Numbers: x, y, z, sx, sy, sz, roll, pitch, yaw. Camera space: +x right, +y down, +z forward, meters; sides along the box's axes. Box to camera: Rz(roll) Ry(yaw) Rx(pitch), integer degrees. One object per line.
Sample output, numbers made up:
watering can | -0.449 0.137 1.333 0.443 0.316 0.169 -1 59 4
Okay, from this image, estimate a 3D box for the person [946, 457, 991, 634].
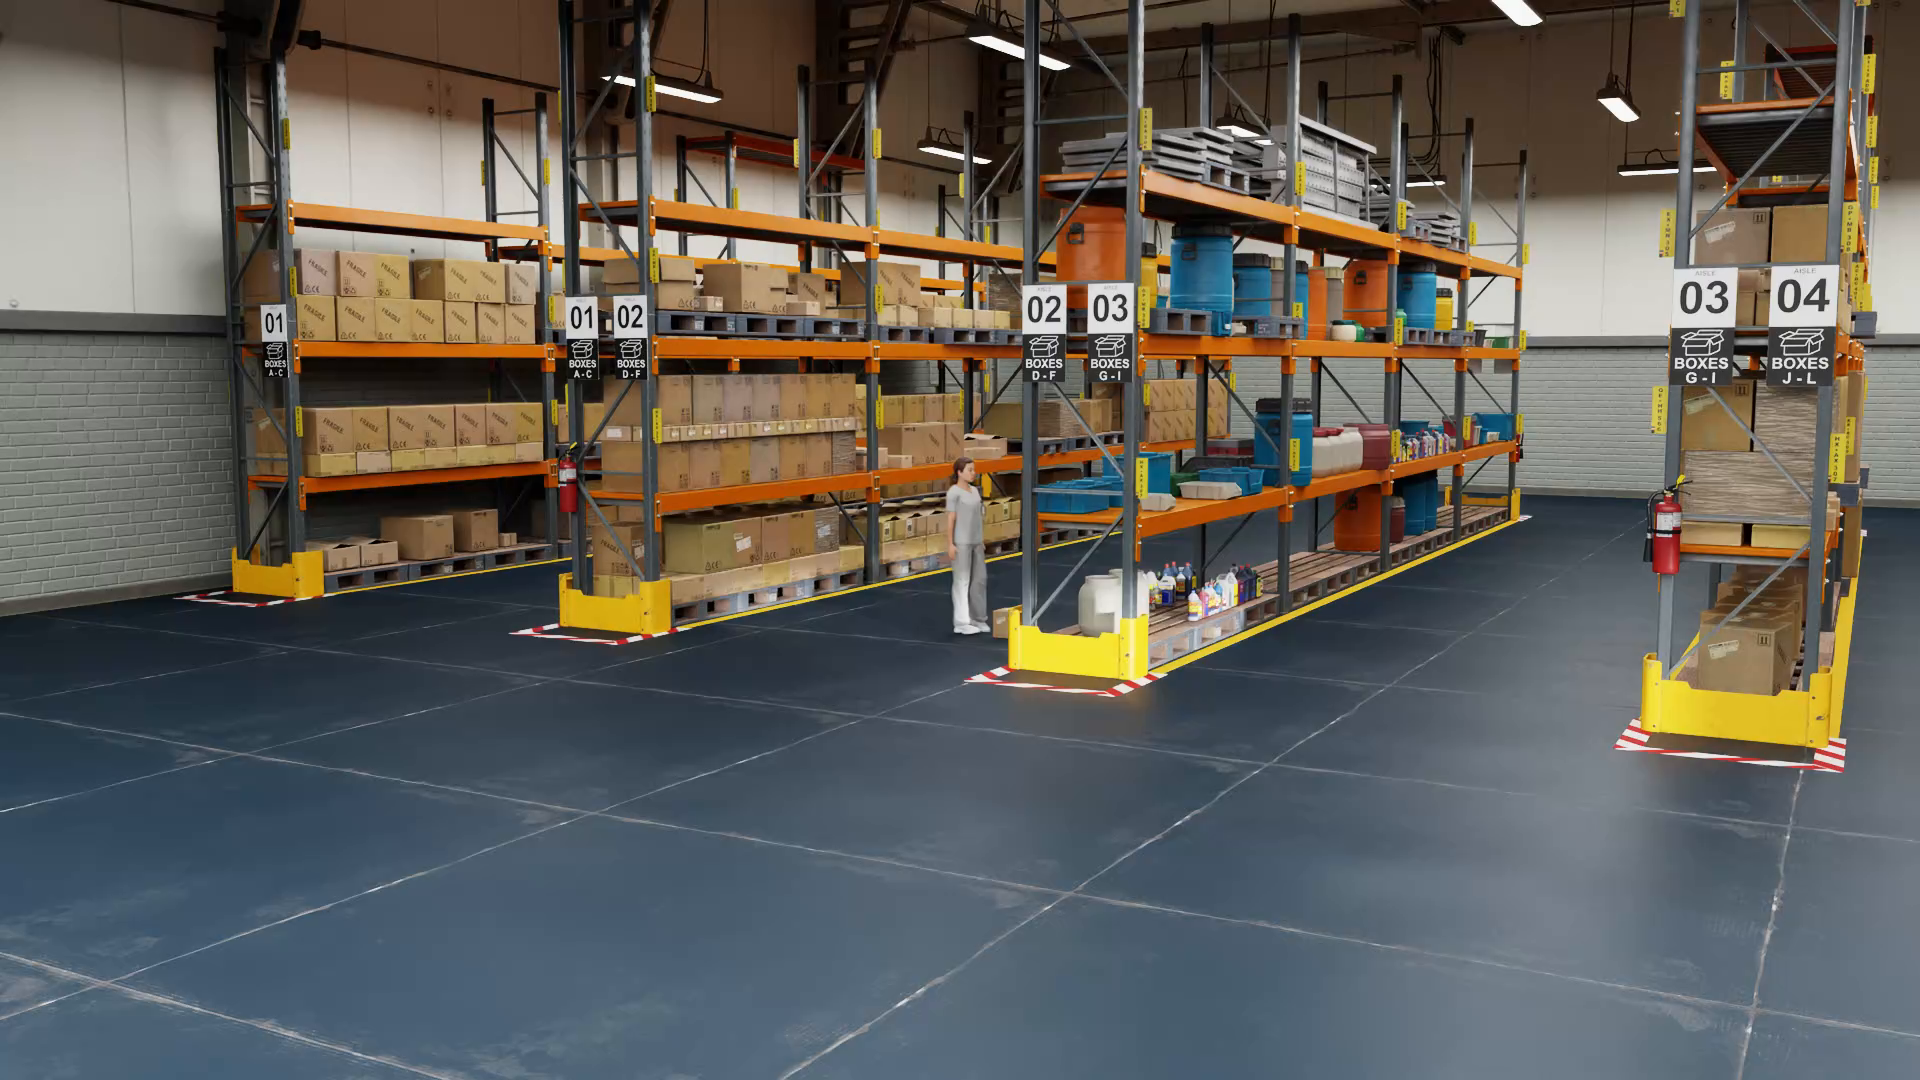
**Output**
person | 0.079 0.059 15.845 0.394 1.702 0.525 5 8 38
